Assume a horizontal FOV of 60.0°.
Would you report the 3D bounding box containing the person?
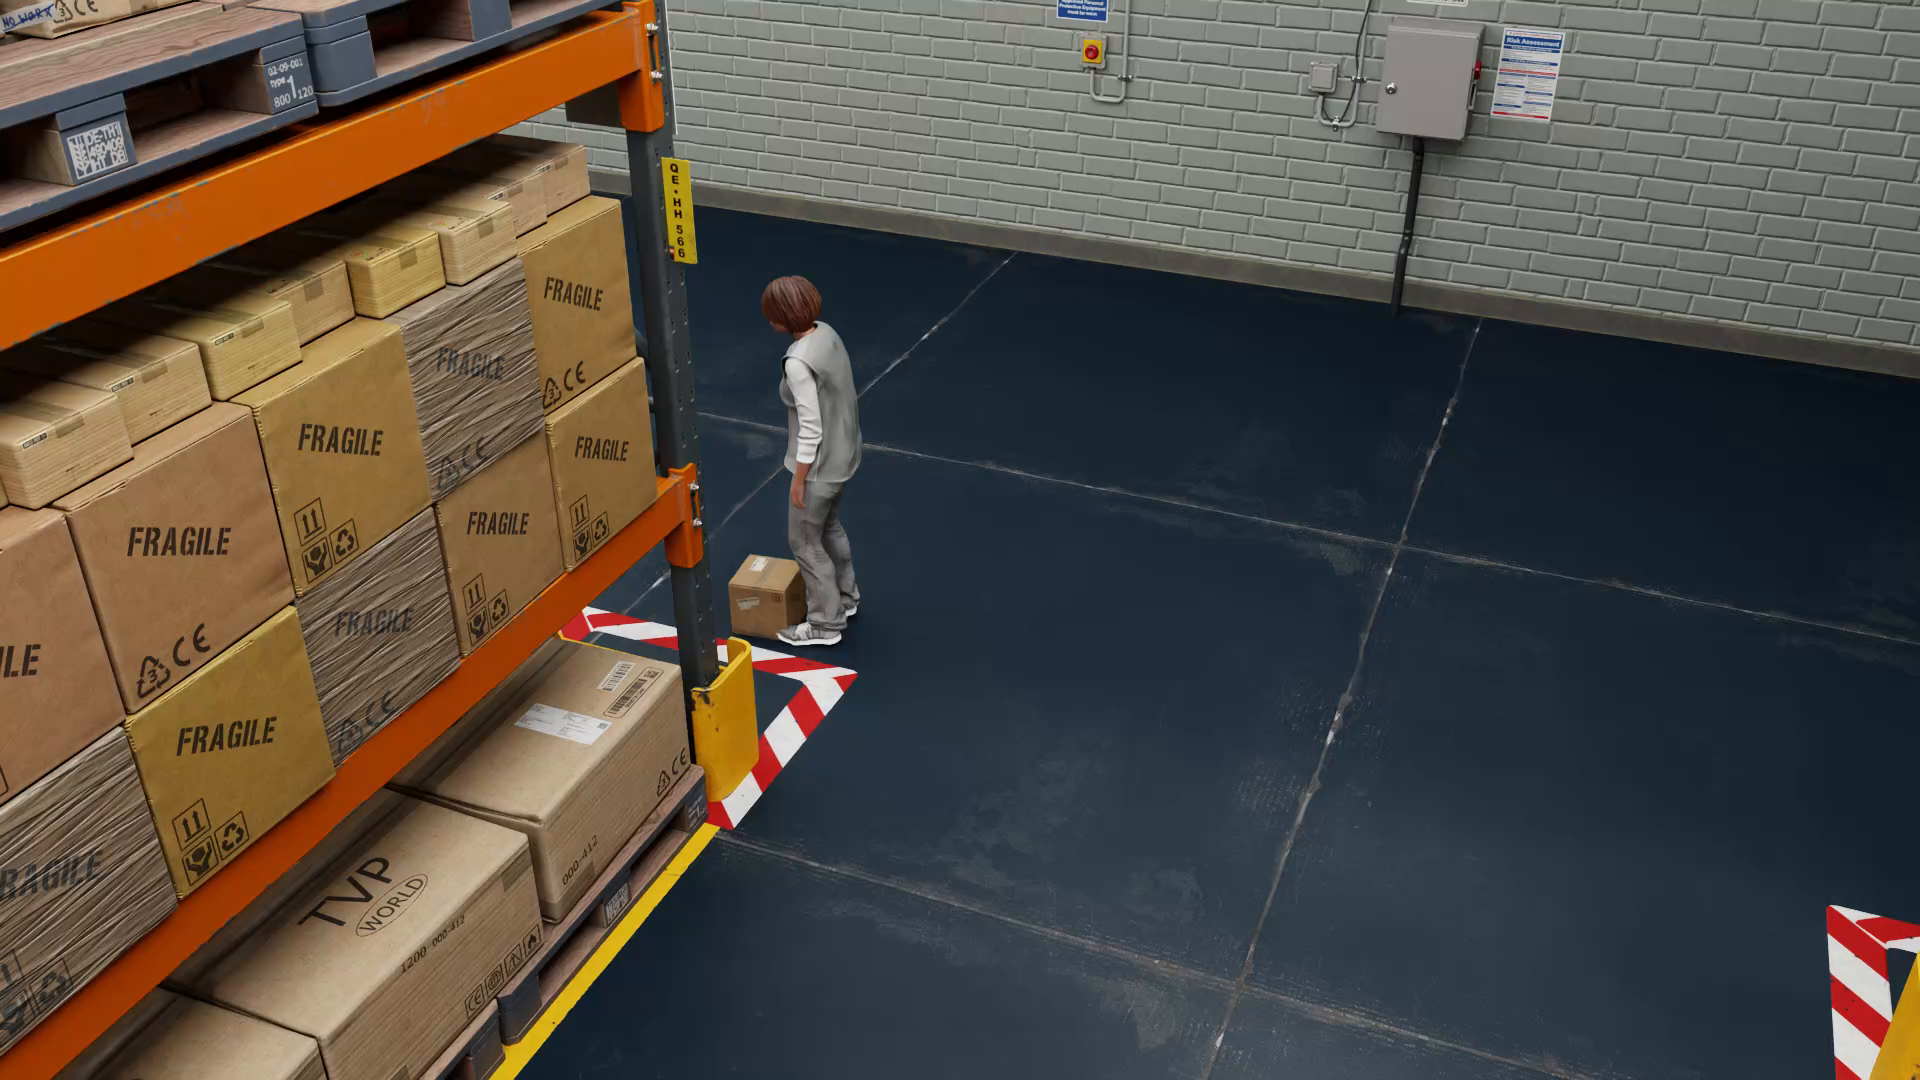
[{"bbox_3d":[-0.574,-0.308,6.675,0.347,1.590,0.472,7,31,11],"label":"person"}]
